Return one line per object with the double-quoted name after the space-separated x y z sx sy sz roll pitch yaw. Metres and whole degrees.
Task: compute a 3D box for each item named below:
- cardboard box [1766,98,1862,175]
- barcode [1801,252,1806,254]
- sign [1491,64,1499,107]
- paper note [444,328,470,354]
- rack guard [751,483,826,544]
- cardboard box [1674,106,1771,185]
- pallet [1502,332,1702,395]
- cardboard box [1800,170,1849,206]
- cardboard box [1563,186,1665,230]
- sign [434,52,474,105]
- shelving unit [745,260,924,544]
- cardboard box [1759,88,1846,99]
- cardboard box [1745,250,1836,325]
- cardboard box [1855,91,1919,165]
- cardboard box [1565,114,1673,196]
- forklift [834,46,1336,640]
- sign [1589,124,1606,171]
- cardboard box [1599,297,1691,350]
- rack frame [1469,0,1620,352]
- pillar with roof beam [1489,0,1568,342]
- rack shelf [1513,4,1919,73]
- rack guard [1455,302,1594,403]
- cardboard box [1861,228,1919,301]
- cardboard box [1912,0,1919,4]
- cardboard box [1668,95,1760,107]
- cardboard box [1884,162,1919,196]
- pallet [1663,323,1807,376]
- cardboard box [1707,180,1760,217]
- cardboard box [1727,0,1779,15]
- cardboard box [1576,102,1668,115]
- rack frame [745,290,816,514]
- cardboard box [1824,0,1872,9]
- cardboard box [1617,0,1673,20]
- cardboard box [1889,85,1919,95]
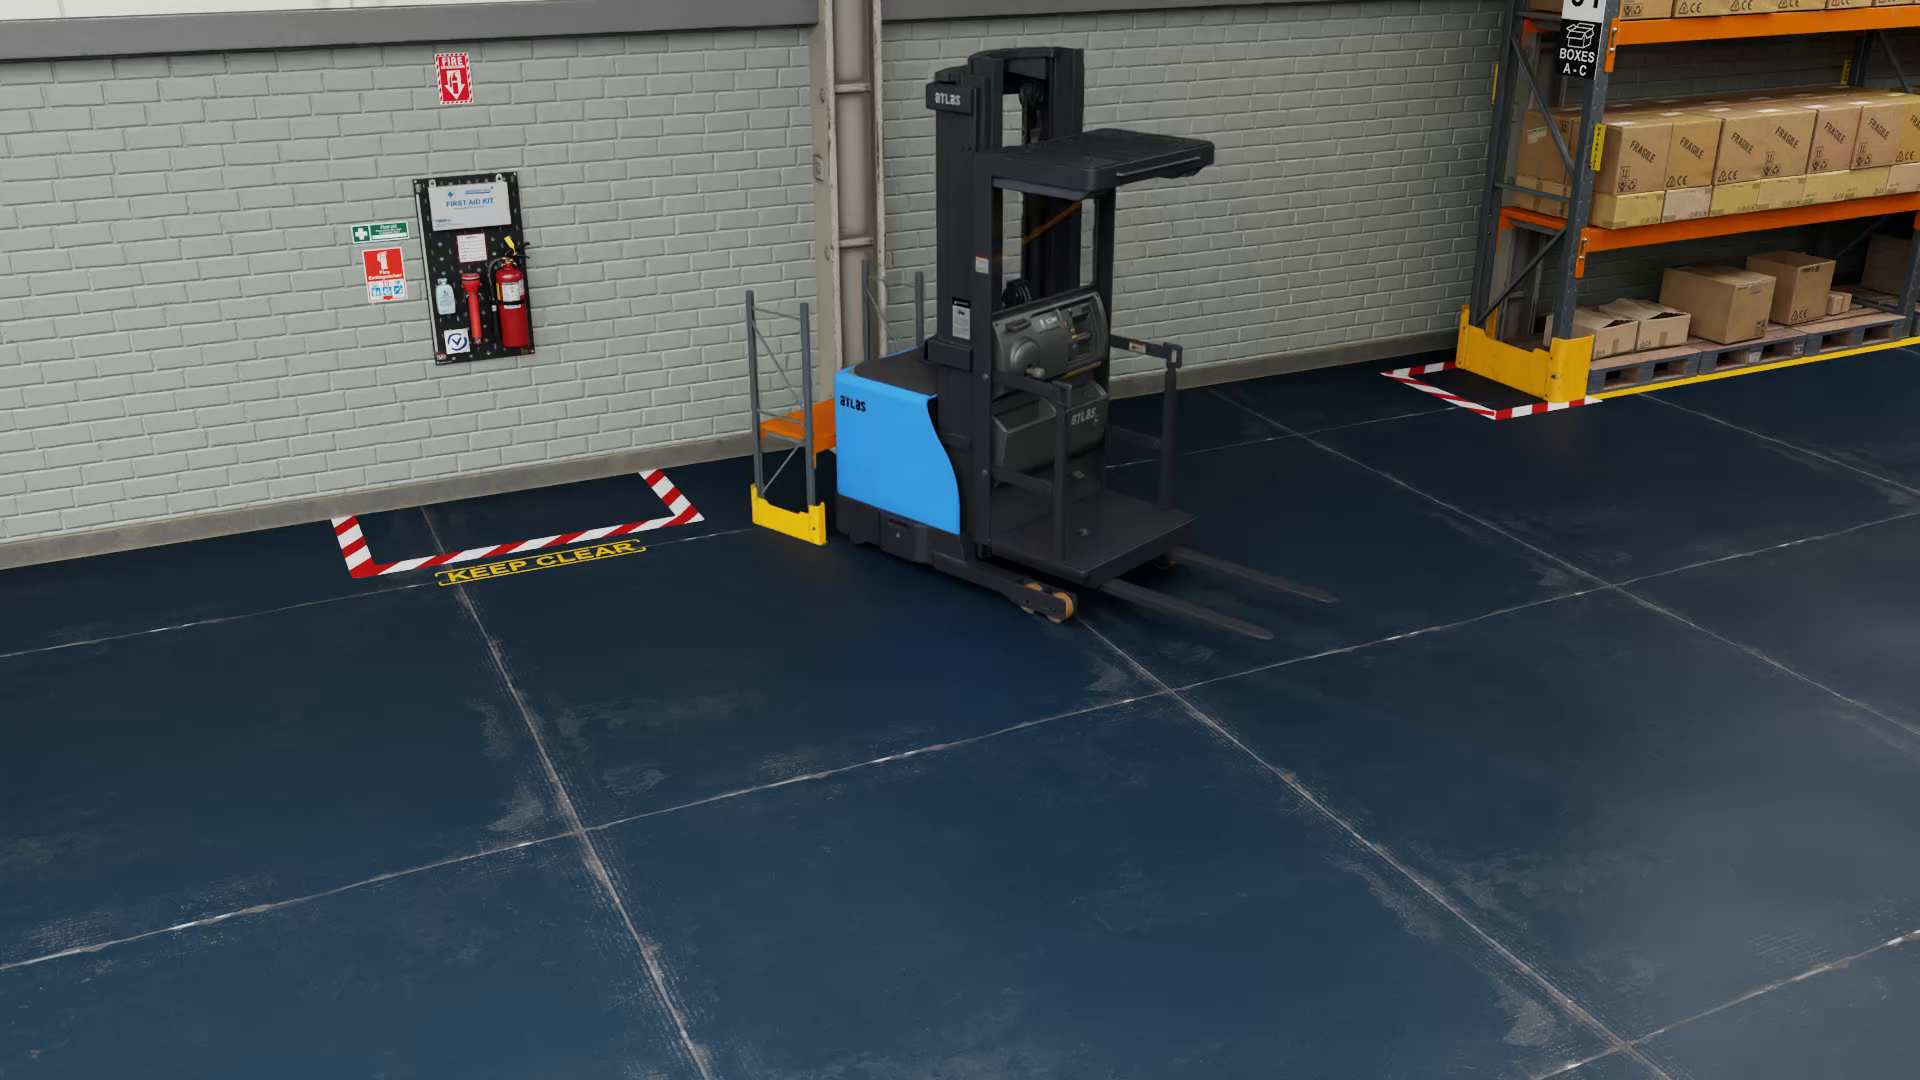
6.810 -3.248 13.363 0.500 0.500 0.500 -11 25 -25 "cardboard box"
7.417 -2.500 14.642 0.075 0.075 0.001 -10 25 -24 "barcode"
4.181 -3.523 12.911 0.005 0.325 0.100 -10 25 -24 "sign"
-3.180 -1.257 10.516 0.142 0.148 0.016 -10 25 -24 "paper note"
-1.068 -0.169 10.331 0.587 0.250 0.087 18 28 36 "rack guard"
5.882 -3.071 12.937 0.500 0.500 0.500 -11 25 -25 "cardboard box"
5.219 -1.494 13.583 1.213 0.211 1.003 -10 25 -24 "pallet"
6.813 -2.899 13.502 0.500 0.250 0.500 -11 25 -24 "cardboard box"
4.981 -2.559 12.679 0.500 0.250 0.500 -11 25 -25 "cardboard box"
-3.041 -2.773 9.997 0.199 0.298 0.001 -10 25 -24 "sign"
-0.750 -0.893 10.446 0.587 1.500 1.083 18 28 36 "shelving unit"
7.026 -3.507 13.989 0.500 0.500 0.500 -11 25 -24 "cardboard box"
7.090 -2.173 14.271 0.500 0.500 0.500 -12 26 -28 "cardboard box"
7.716 -3.412 13.761 0.500 0.500 0.500 -10 25 -24 "cardboard box"
4.964 -2.909 12.546 0.500 0.500 0.500 -10 25 -24 "cardboard box"
0.668 -1.125 9.136 3.031 2.935 1.130 19 29 38 "forklift"
4.639 -2.860 12.106 0.005 0.325 0.100 -10 25 -24 "sign"
5.579 -1.786 13.584 0.500 0.311 0.500 -8 24 -19 "cardboard box"
4.403 -2.647 12.723 0.127 3.000 1.000 -10 25 -24 "rack frame"
6.526 -4.350 8.992 0.400 9.000 9.100 -10 25 -24 "pillar with roof beam"
6.205 -4.032 13.089 4.000 0.370 1.077 -10 25 -24 "rack shelf"
4.472 -1.505 13.232 0.348 0.500 1.175 -10 25 -24 "rack guard"
8.664 -2.487 15.029 0.500 0.500 0.700 -10 24 -22 "cardboard box"
7.657 -4.583 13.320 0.500 0.500 0.500 -10 24 -22 "cardboard box"
6.111 -3.336 13.577 0.500 0.500 0.500 -10 25 -23 "cardboard box"
7.712 -3.068 13.909 0.500 0.250 0.500 -10 25 -23 "cardboard box"
6.317 -1.695 14.068 1.213 0.211 1.003 -10 25 -24 "pallet"
5.904 -2.732 13.098 0.500 0.250 0.500 -11 25 -24 "cardboard box"
5.779 -4.222 12.449 0.500 0.500 0.500 -9 24 -21 "cardboard box"
5.194 -3.165 13.164 0.500 0.500 0.500 -10 25 -23 "cardboard box"
-1.080 -0.741 10.078 0.500 1.500 0.032 18 28 36 "rack frame"
6.716 -4.399 12.876 0.500 0.500 0.500 -11 25 -26 "cardboard box"
4.813 -4.058 12.052 0.500 0.500 0.500 -10 24 -22 "cardboard box"
8.481 -3.633 14.398 0.500 0.500 0.700 -10 25 -23 "cardboard box"
